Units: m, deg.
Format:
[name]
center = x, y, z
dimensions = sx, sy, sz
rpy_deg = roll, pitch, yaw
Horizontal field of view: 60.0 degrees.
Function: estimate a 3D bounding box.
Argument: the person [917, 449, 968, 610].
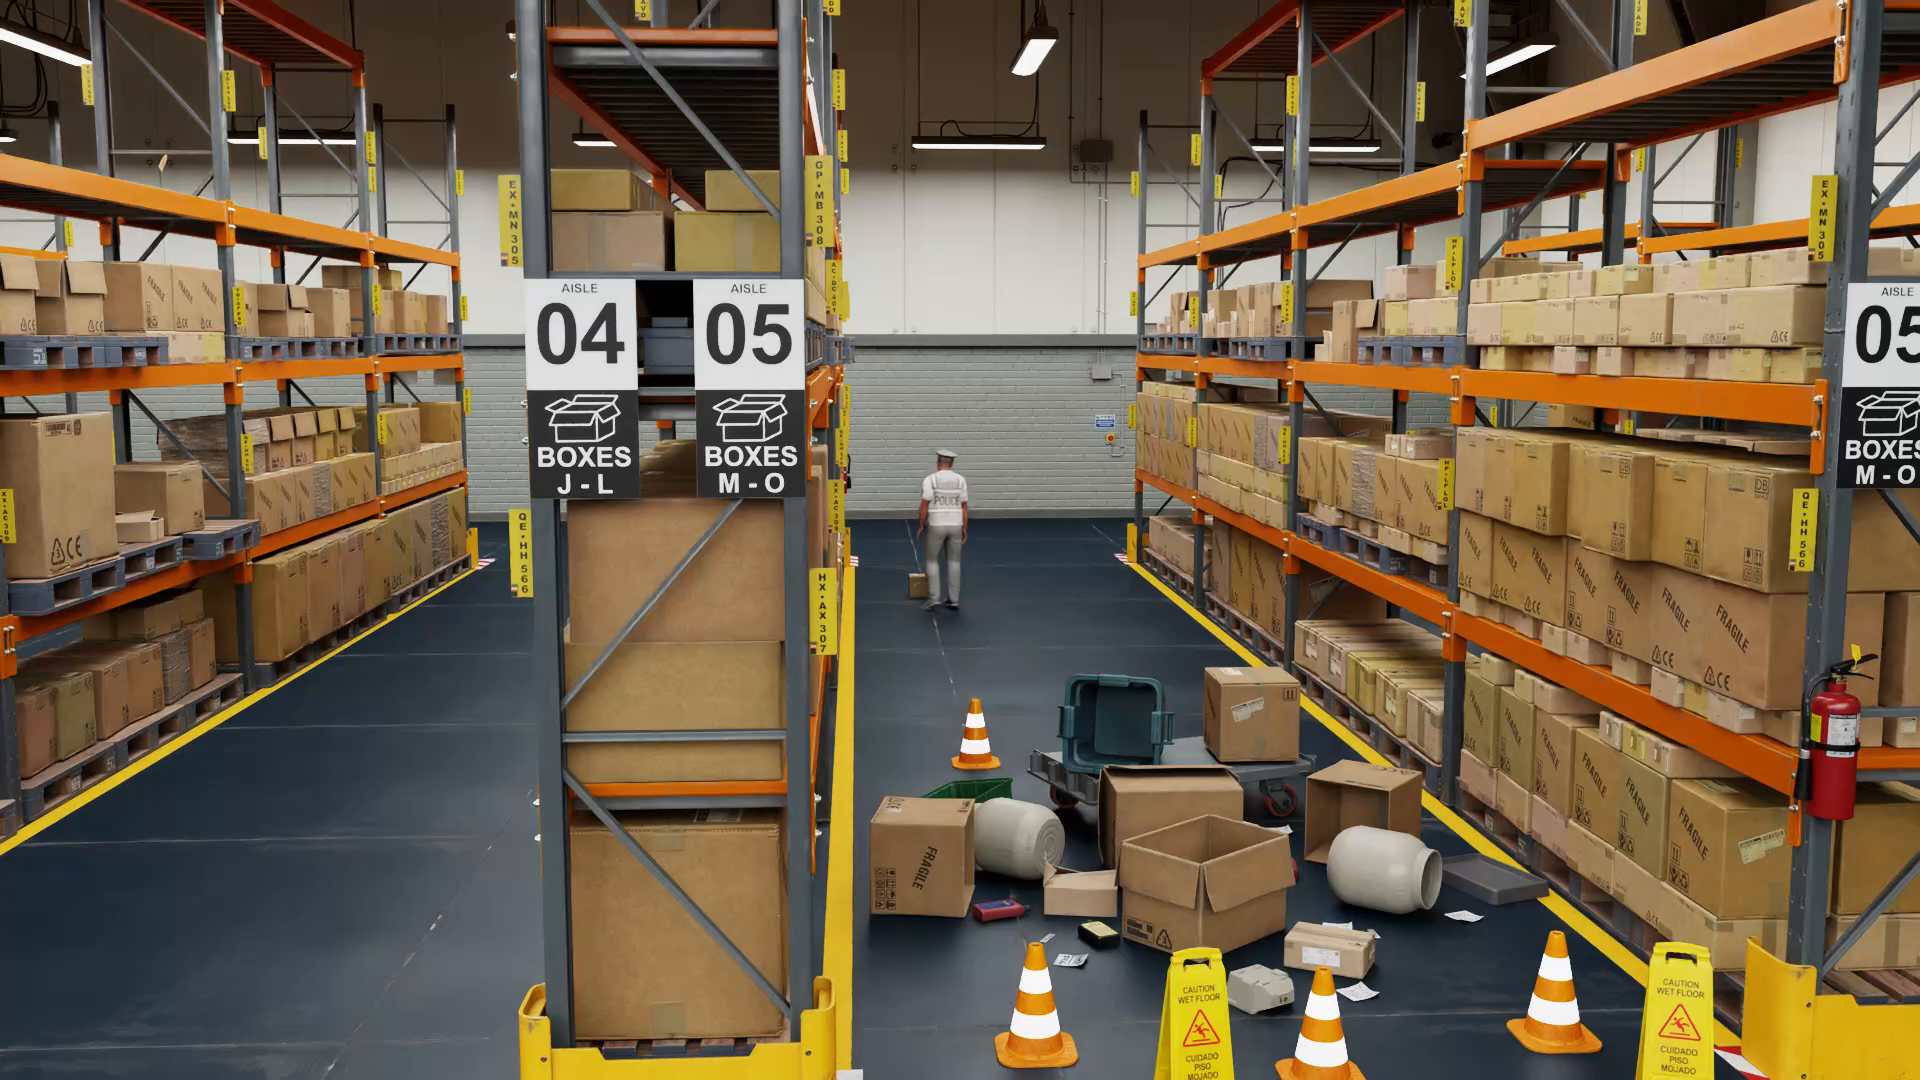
[person]
center = -0.191, -0.098, 18.606
dimensions = 0.579, 1.813, 0.408
rpy_deg = -2, 7, -18
